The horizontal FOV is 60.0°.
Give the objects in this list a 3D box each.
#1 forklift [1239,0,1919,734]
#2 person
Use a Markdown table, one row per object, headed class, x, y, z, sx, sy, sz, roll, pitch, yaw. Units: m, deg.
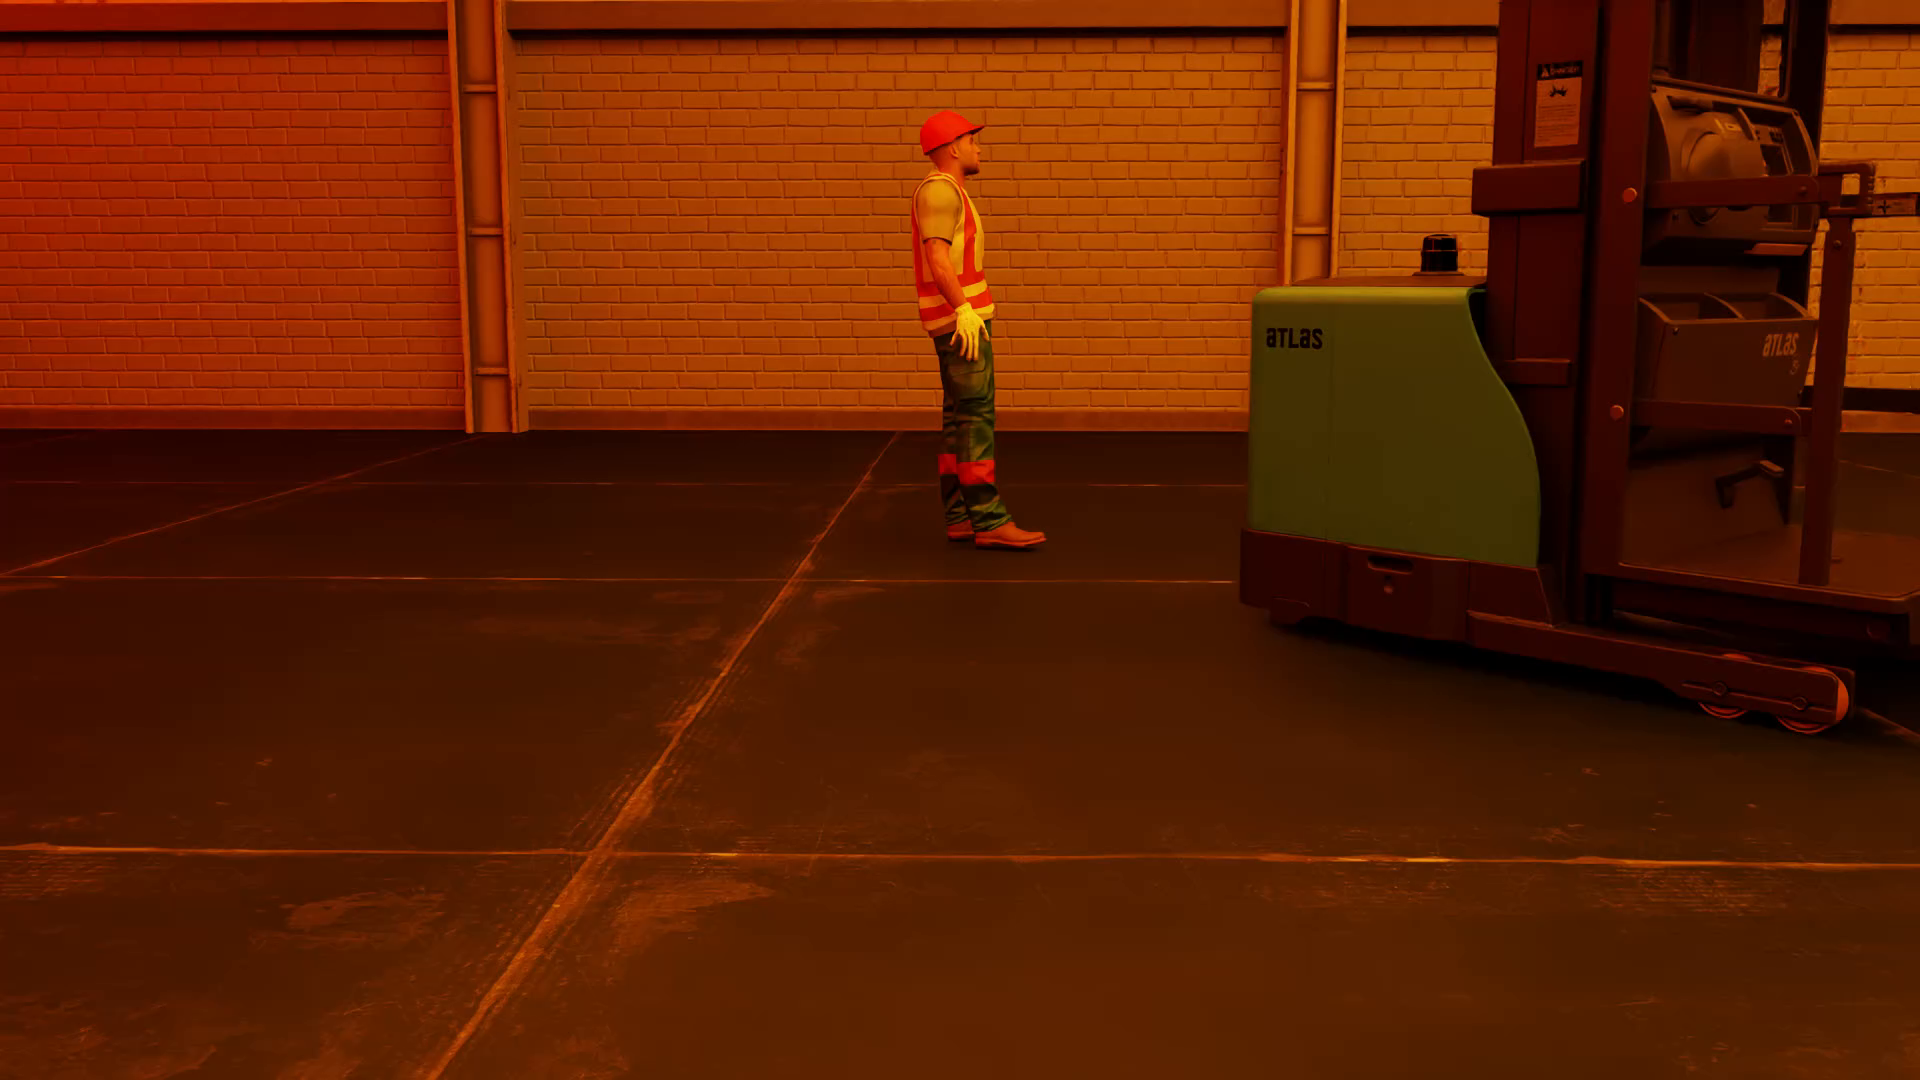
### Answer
| class | x | y | z | sx | sy | sz | roll | pitch | yaw |
| --- | --- | --- | --- | --- | --- | --- | --- | --- | --- |
| forklift | 2.257 | -1.063 | 4.380 | 1.130 | 2.935 | 3.031 | -8 | 12 | -41 |
| person | 0.080 | -0.889 | 6.977 | 0.564 | 1.787 | 0.638 | 0 | 9 | 1 |
